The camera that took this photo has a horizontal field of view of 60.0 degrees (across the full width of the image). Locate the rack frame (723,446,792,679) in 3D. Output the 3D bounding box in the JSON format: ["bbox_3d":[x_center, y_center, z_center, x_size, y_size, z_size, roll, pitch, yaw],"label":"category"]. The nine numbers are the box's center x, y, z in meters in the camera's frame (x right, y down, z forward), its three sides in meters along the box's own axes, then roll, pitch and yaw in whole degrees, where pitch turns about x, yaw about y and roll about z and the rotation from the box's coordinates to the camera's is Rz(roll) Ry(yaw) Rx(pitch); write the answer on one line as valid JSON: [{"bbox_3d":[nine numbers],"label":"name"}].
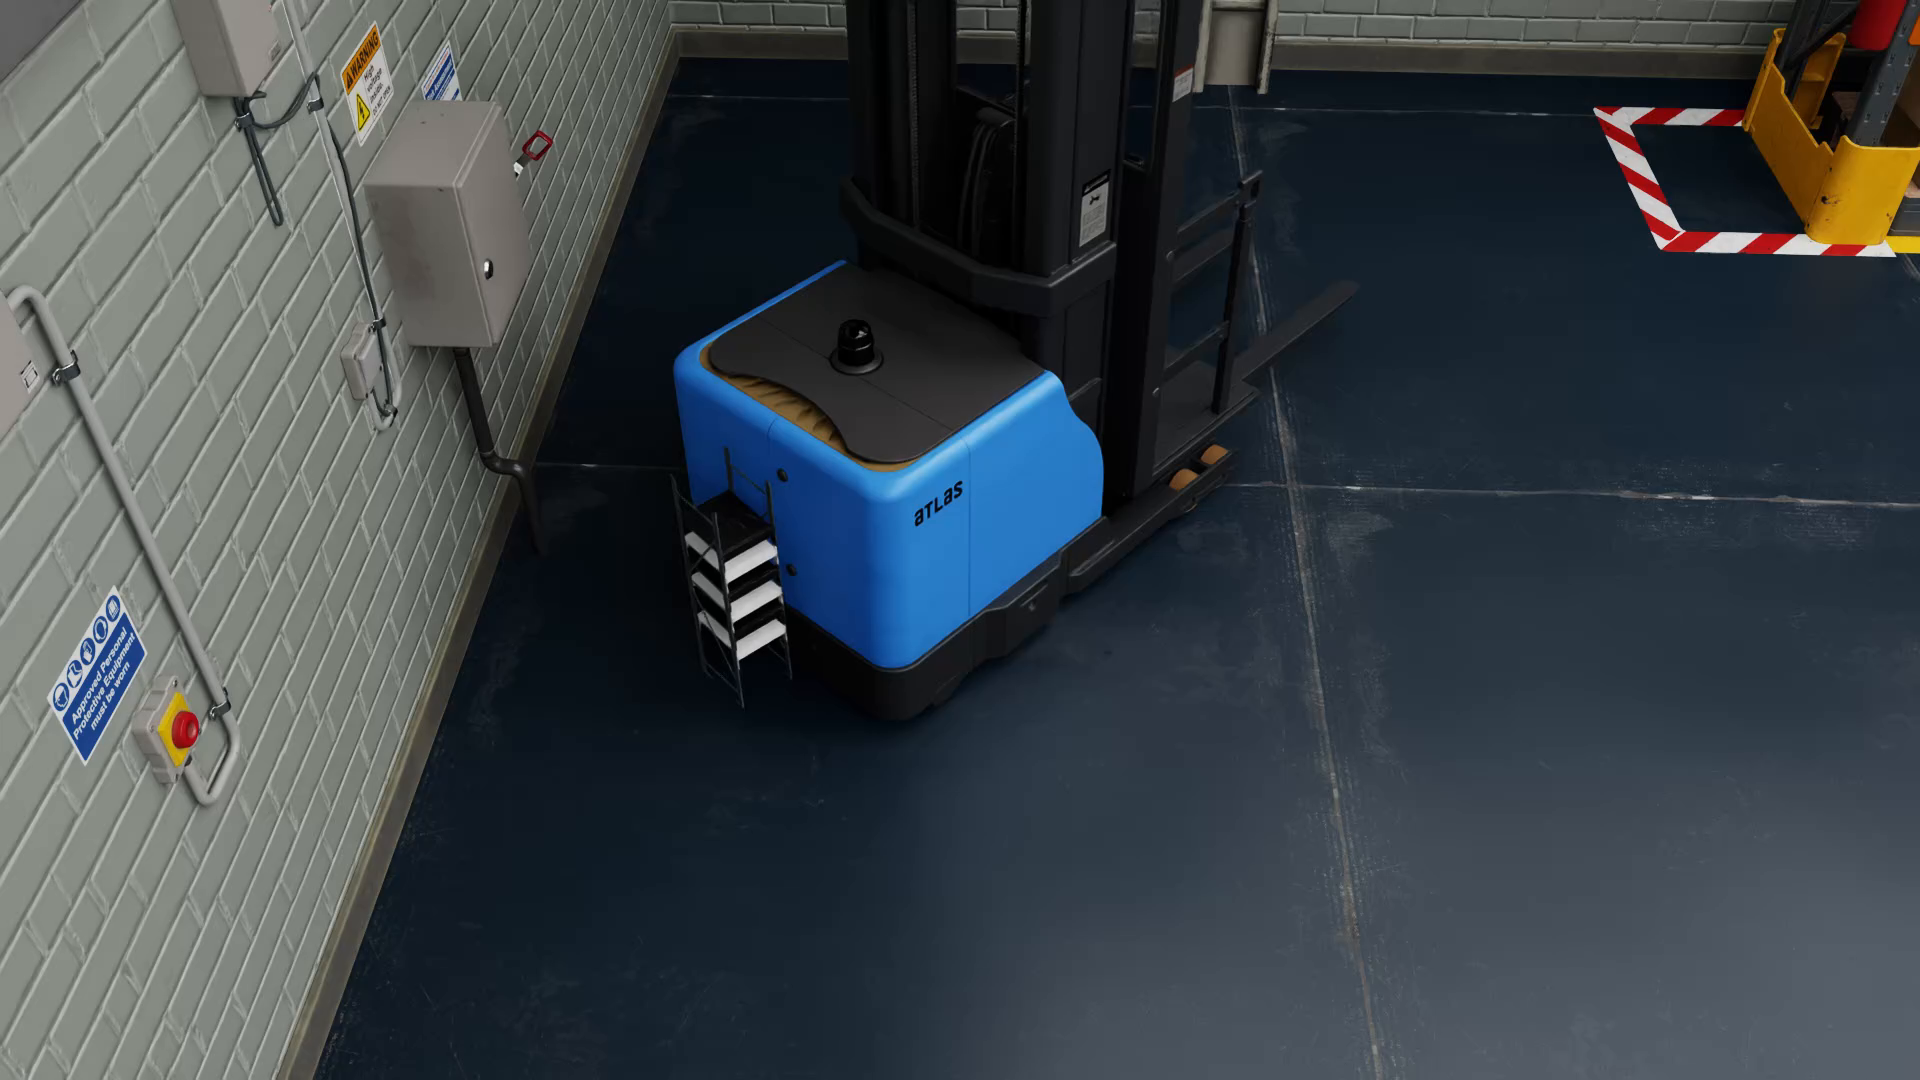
[{"bbox_3d":[-0.662,0.091,5.488,0.006,0.900,0.240,-31,51,-28],"label":"rack frame"}]

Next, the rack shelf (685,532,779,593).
[{"bbox_3d":[-0.739,0.031,5.339,0.200,0.077,0.258,-31,51,-28],"label":"rack shelf"}]

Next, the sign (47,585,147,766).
[{"bbox_3d":[-1.833,0.287,3.543,0.001,0.218,0.327,2,43,2],"label":"sign"}]

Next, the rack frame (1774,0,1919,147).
[{"bbox_3d":[4.084,-2.868,7.128,0.127,3.000,1.000,2,43,2],"label":"rack frame"}]

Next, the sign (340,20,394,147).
[{"bbox_3d":[-1.739,-1.342,4.884,0.001,0.242,0.339,2,43,2],"label":"sign"}]

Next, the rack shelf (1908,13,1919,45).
[{"bbox_3d":[6.082,-2.544,7.308,4.000,0.370,1.077,2,43,2],"label":"rack shelf"}]

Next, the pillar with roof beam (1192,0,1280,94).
[{"bbox_3d":[1.237,-2.829,2.684,0.400,9.000,9.100,2,43,2],"label":"pillar with roof beam"}]

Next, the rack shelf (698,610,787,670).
[{"bbox_3d":[-0.737,0.293,5.586,0.200,0.077,0.258,-31,51,-28],"label":"rack shelf"}]

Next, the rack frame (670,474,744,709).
[{"bbox_3d":[-0.815,0.184,5.391,0.006,0.900,0.240,-31,51,-28],"label":"rack frame"}]

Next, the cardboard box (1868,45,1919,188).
[{"bbox_3d":[4.691,-2.025,7.747,0.637,0.503,0.797,0,43,0],"label":"cardboard box"}]

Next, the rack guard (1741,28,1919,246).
[{"bbox_3d":[4.160,-1.951,7.978,0.348,0.500,1.175,2,43,2],"label":"rack guard"}]

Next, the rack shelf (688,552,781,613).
[{"bbox_3d":[-0.739,0.097,5.401,0.200,0.077,0.258,-31,51,-28],"label":"rack shelf"}]

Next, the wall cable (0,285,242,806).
[{"bbox_3d":[-1.770,-0.029,3.312,0.123,1.953,0.585,2,43,2],"label":"wall cable"}]

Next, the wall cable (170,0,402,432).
[{"bbox_3d":[-1.717,-0.983,4.360,0.122,1.984,0.588,2,43,2],"label":"wall cable"}]

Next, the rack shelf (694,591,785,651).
[{"bbox_3d":[-0.738,0.227,5.525,0.200,0.077,0.258,-31,51,-28],"label":"rack shelf"}]

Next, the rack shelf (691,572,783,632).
[{"bbox_3d":[-0.738,0.162,5.463,0.200,0.077,0.258,-31,51,-28],"label":"rack shelf"}]

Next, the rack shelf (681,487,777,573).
[{"bbox_3d":[-0.740,-0.034,5.277,0.200,0.077,0.258,-31,51,-28],"label":"rack shelf"}]

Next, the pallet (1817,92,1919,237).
[{"bbox_3d":[4.957,-1.822,8.051,1.213,0.211,1.003,2,43,2],"label":"pallet"}]

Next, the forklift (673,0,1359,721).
[{"bbox_3d":[0.431,-1.391,5.593,1.130,2.935,3.031,32,52,30],"label":"forklift"}]

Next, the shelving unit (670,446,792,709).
[{"bbox_3d":[-0.738,0.138,5.440,0.210,0.900,0.258,-31,51,-28],"label":"shelving unit"}]

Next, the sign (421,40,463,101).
[{"bbox_3d":[-1.714,-1.379,5.600,0.001,0.494,0.329,2,43,2],"label":"sign"}]

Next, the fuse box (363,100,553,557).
[{"bbox_3d":[-1.529,-0.600,5.639,0.414,1.711,0.539,2,43,2],"label":"fuse box"}]

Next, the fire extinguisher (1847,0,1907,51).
[{"bbox_3d":[3.916,-2.393,6.949,0.183,0.674,0.296,2,43,2],"label":"fire extinguisher"}]
